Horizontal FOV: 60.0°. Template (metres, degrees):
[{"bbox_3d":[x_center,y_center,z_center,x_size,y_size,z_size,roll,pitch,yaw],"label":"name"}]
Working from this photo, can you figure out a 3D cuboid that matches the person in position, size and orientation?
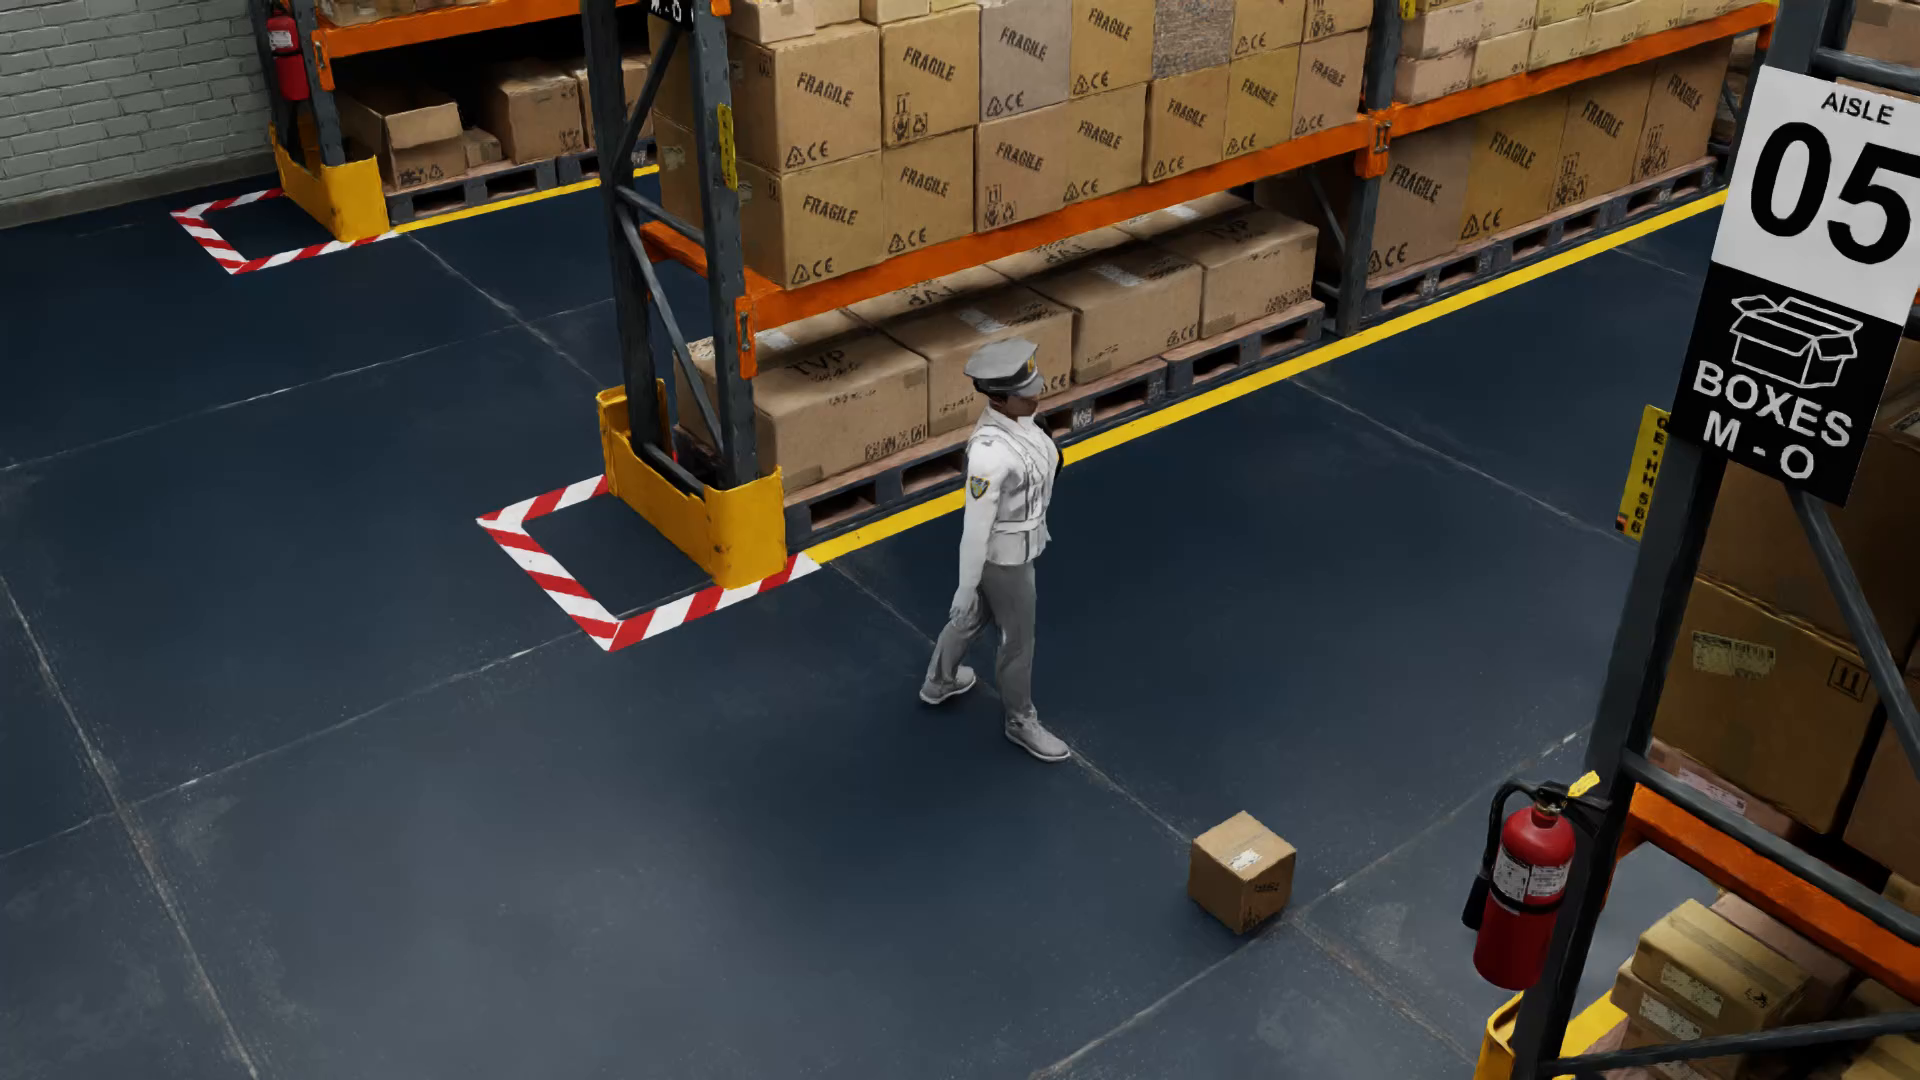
[{"bbox_3d":[0.135,0.030,6.080,0.623,1.673,0.574,5,33,7],"label":"person"}]
